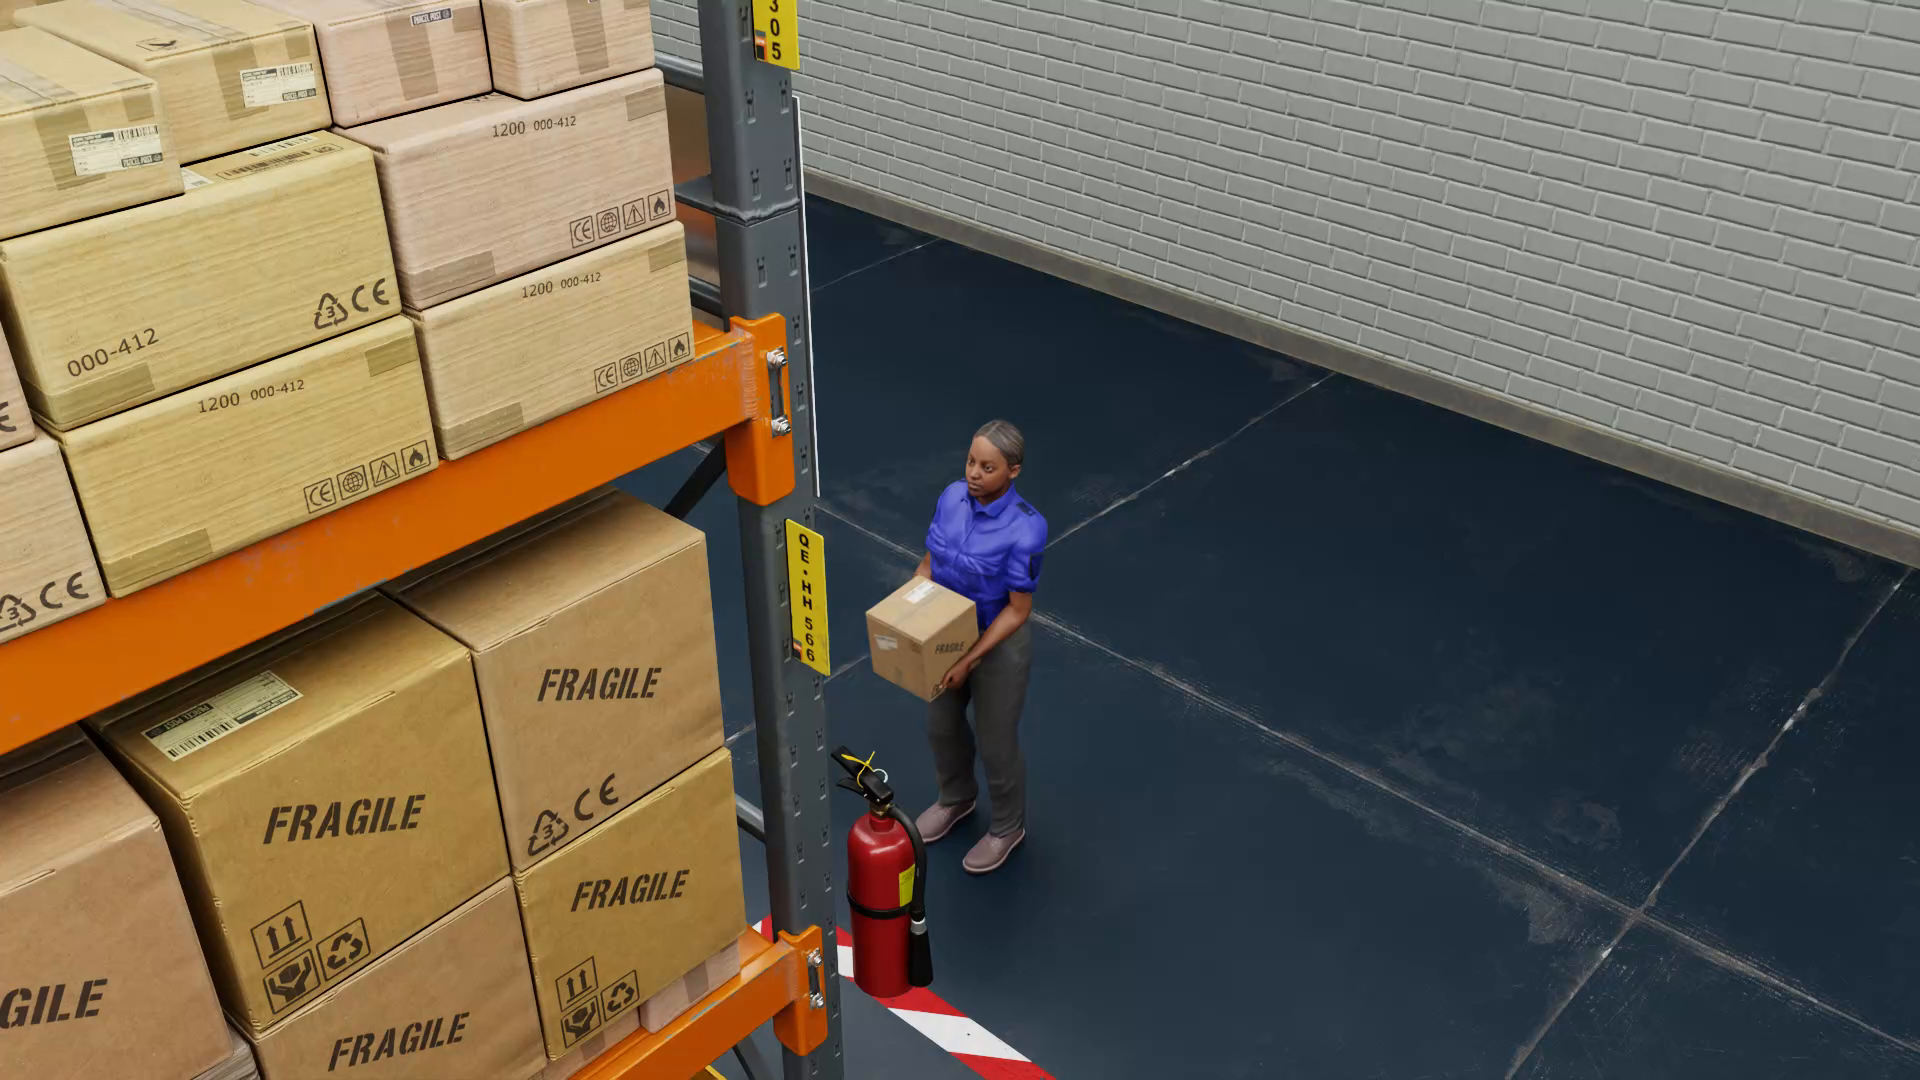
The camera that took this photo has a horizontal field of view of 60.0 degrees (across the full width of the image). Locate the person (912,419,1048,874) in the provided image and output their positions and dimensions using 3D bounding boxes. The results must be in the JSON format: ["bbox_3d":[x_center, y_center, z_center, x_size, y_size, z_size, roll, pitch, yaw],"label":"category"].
[{"bbox_3d":[0.010,0.389,5.510,0.452,1.649,0.512,25,40,35],"label":"person"}]
